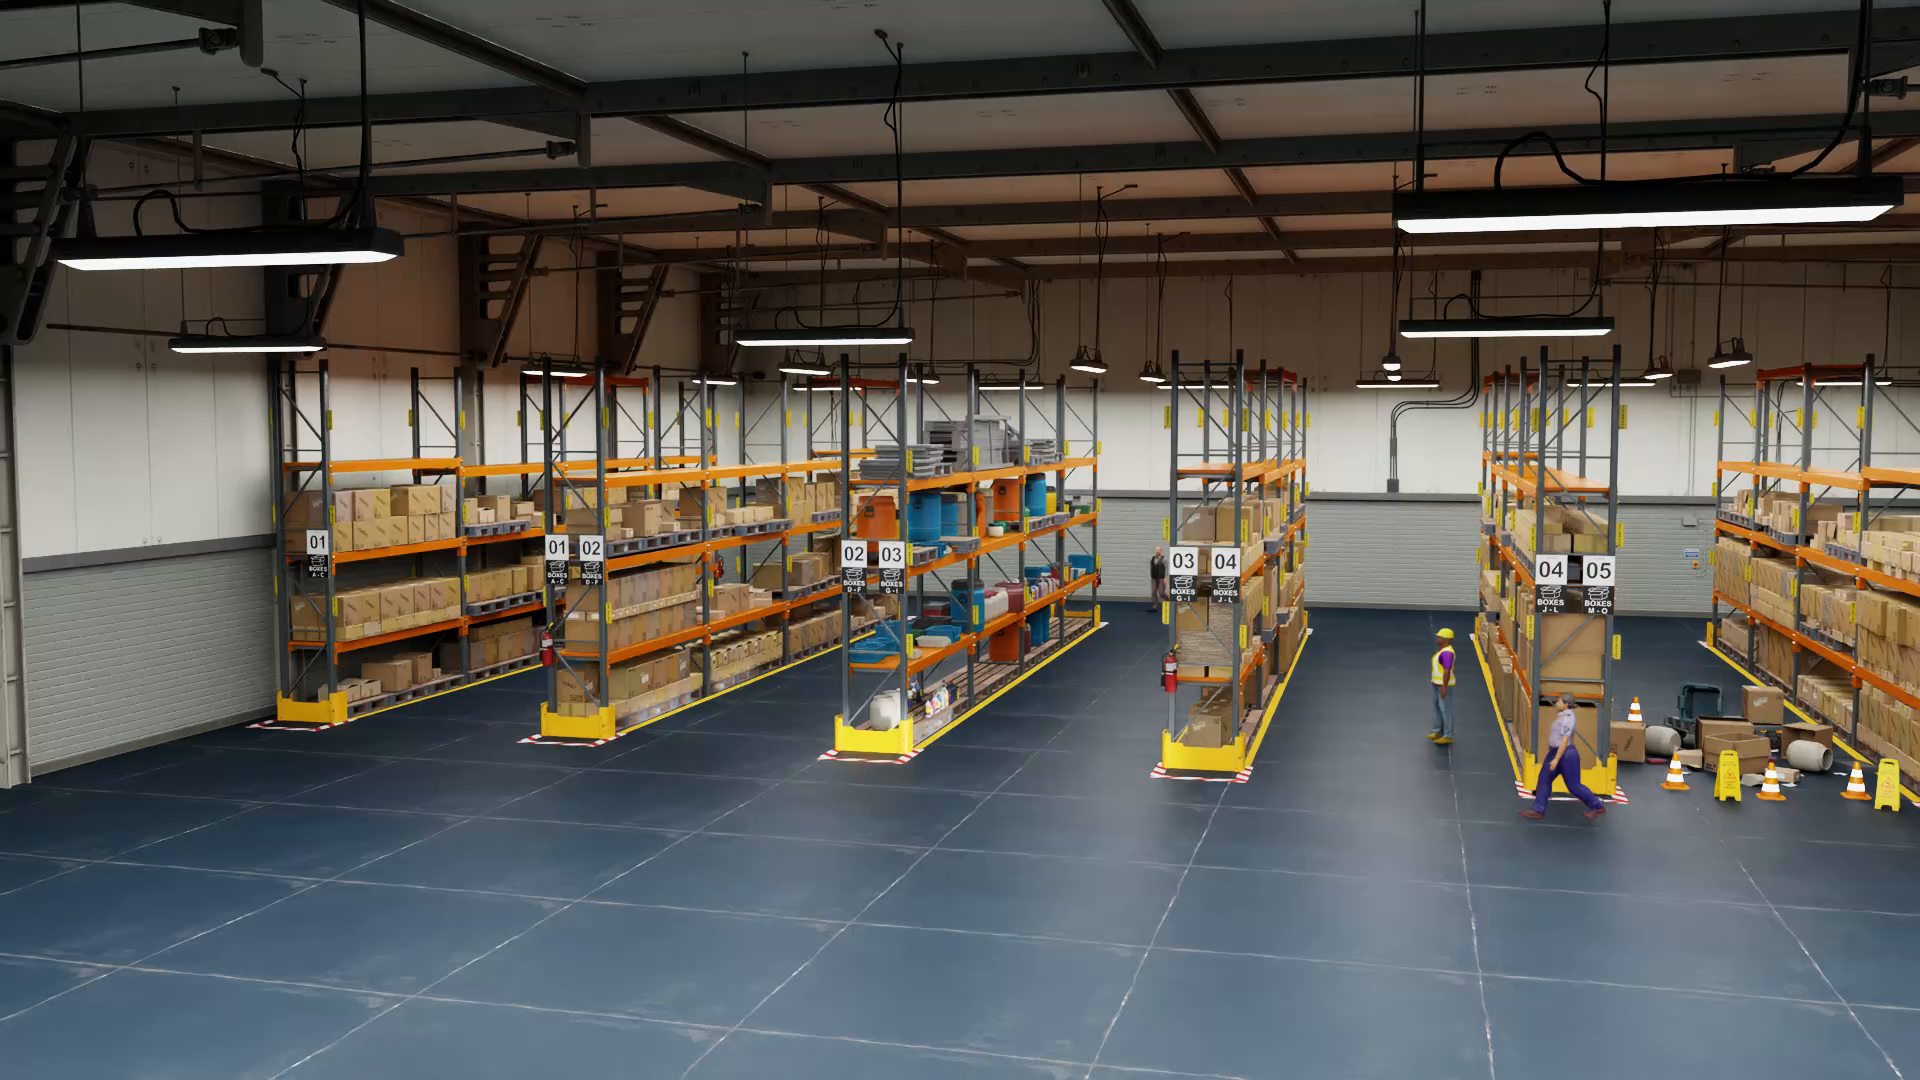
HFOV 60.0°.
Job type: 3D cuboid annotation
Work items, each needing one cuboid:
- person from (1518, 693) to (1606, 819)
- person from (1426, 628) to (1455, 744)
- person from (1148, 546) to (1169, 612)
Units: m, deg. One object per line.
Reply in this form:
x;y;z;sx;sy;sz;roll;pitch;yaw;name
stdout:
7.532;2.705;20.728;0.982;1.607;0.481;0;4;-3;person
7.510;2.252;25.852;0.414;1.770;0.612;-1;4;-9;person
5.212;1.019;43.366;0.540;1.714;0.650;4;6;43;person
